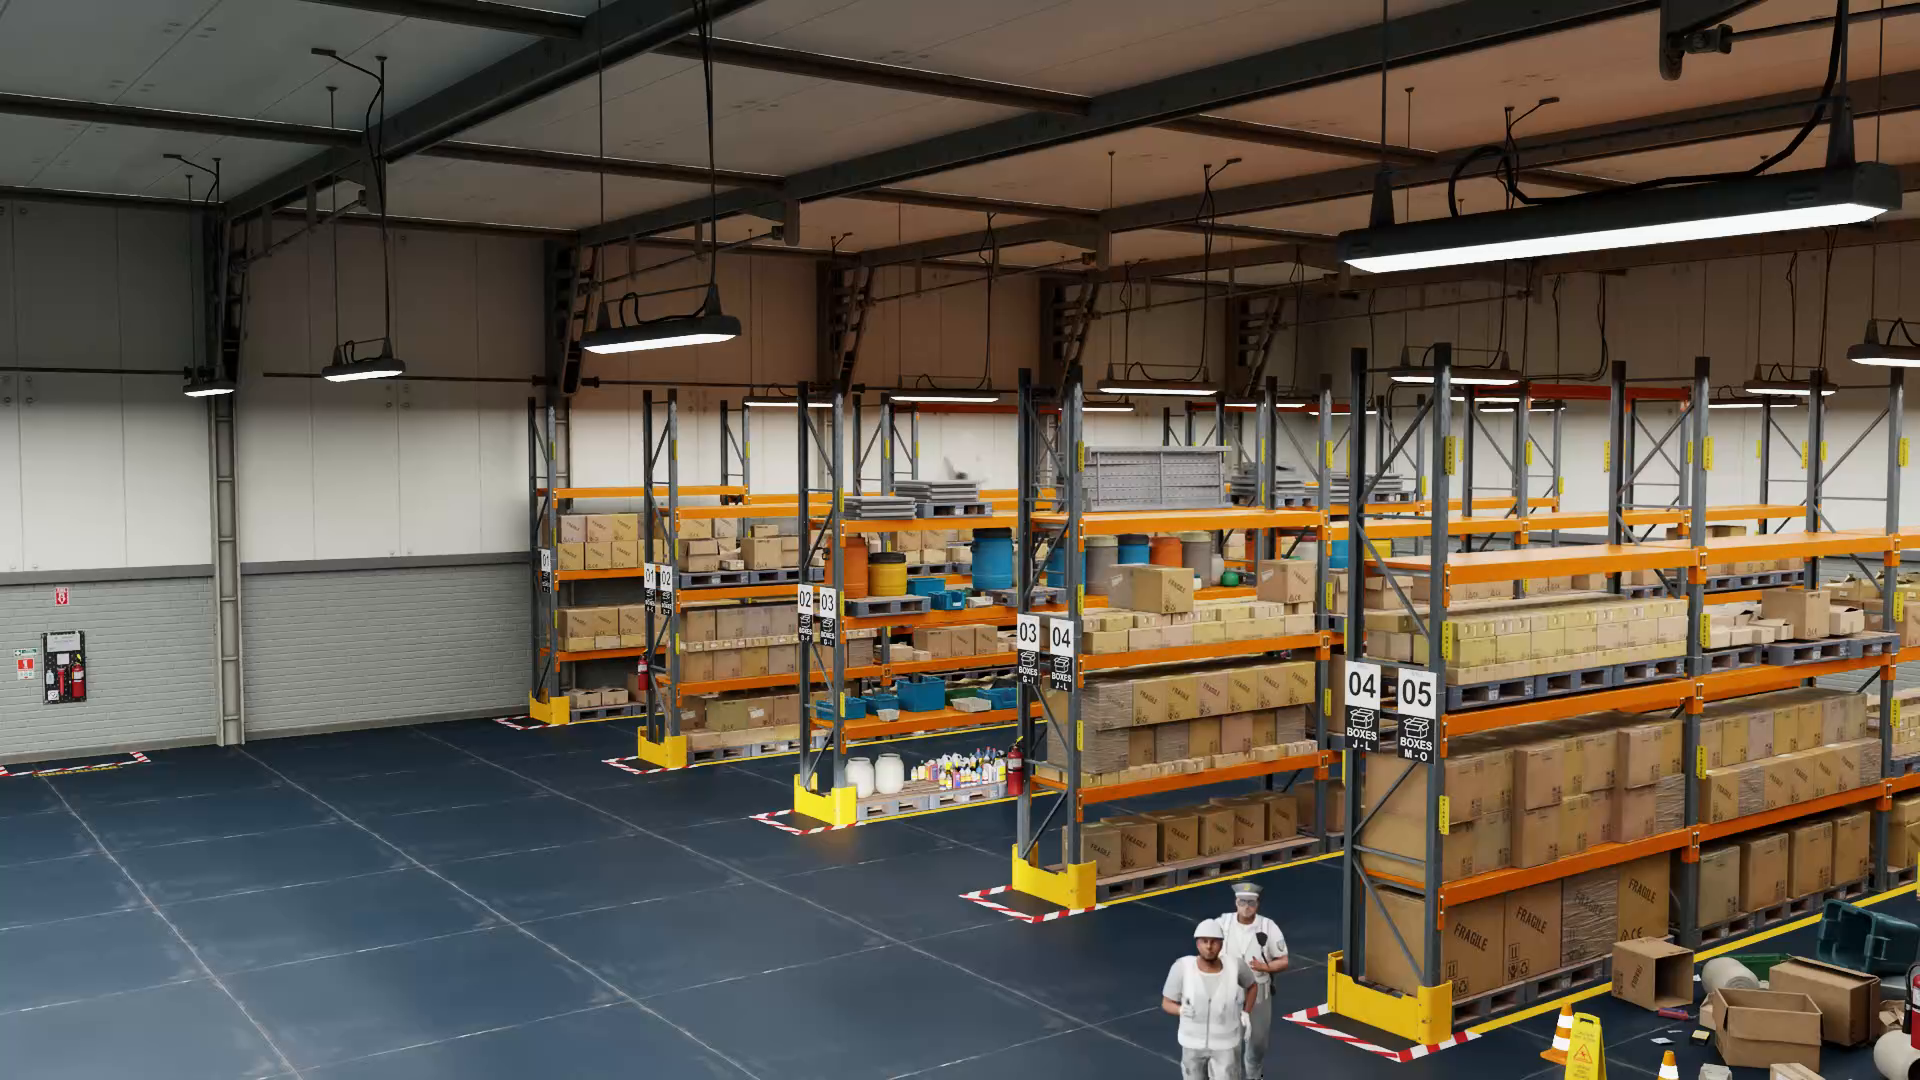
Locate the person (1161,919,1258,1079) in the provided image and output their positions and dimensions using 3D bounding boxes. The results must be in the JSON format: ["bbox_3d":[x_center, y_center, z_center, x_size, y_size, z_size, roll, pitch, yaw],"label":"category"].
[{"bbox_3d":[1.744,3.570,11.666,0.657,1.835,0.763,1,3,12],"label":"person"}]

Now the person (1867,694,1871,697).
[{"bbox_3d":[12.667,2.977,23.170,0.830,1.677,0.598,-2,4,-30],"label":"person"}]

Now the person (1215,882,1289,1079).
[{"bbox_3d":[2.187,3.509,12.754,0.648,1.816,0.889,0,3,7],"label":"person"}]
